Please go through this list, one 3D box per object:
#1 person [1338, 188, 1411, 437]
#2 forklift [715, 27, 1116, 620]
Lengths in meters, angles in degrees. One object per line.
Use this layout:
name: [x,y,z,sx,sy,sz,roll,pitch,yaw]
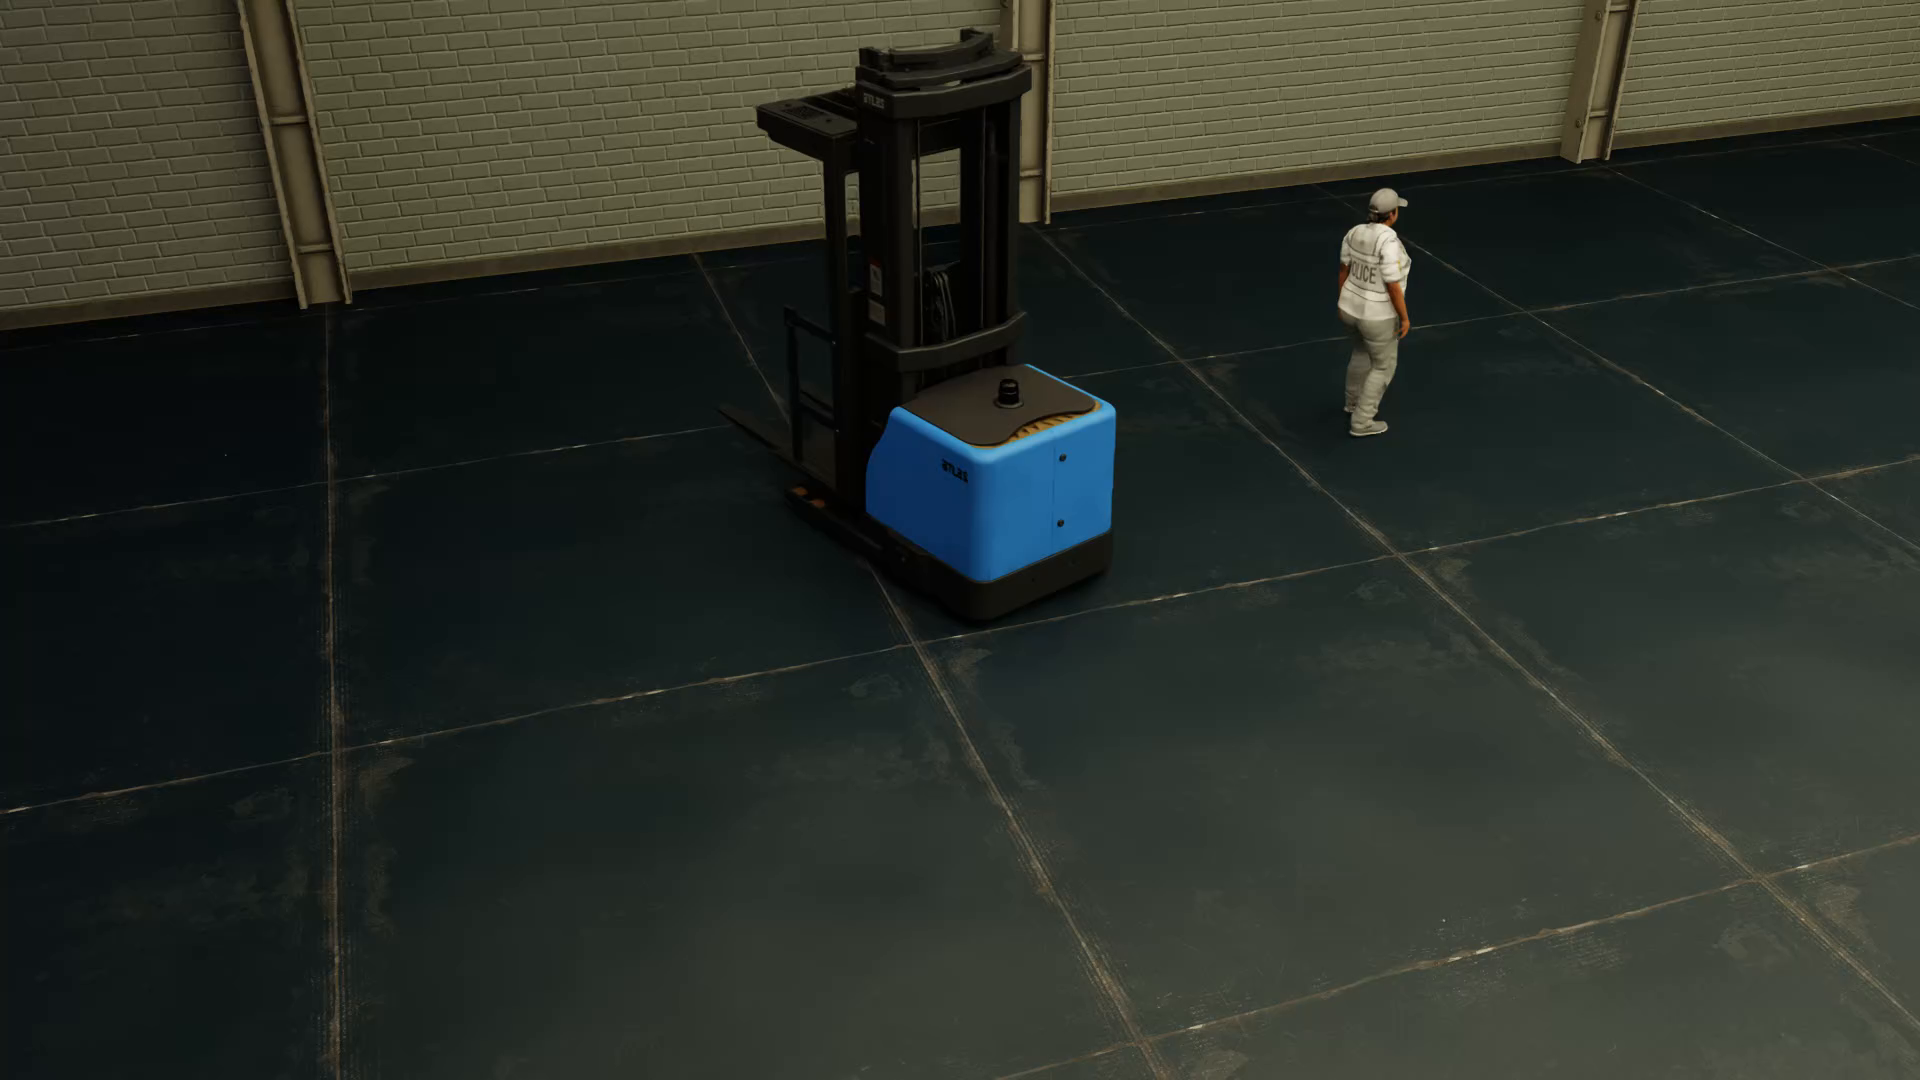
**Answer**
person: [2.772,-1.501,11.018,0.501,1.700,0.556,-15,33,-24]
forklift: [-0.436,-1.498,9.690,1.130,2.935,3.031,-22,36,-33]
